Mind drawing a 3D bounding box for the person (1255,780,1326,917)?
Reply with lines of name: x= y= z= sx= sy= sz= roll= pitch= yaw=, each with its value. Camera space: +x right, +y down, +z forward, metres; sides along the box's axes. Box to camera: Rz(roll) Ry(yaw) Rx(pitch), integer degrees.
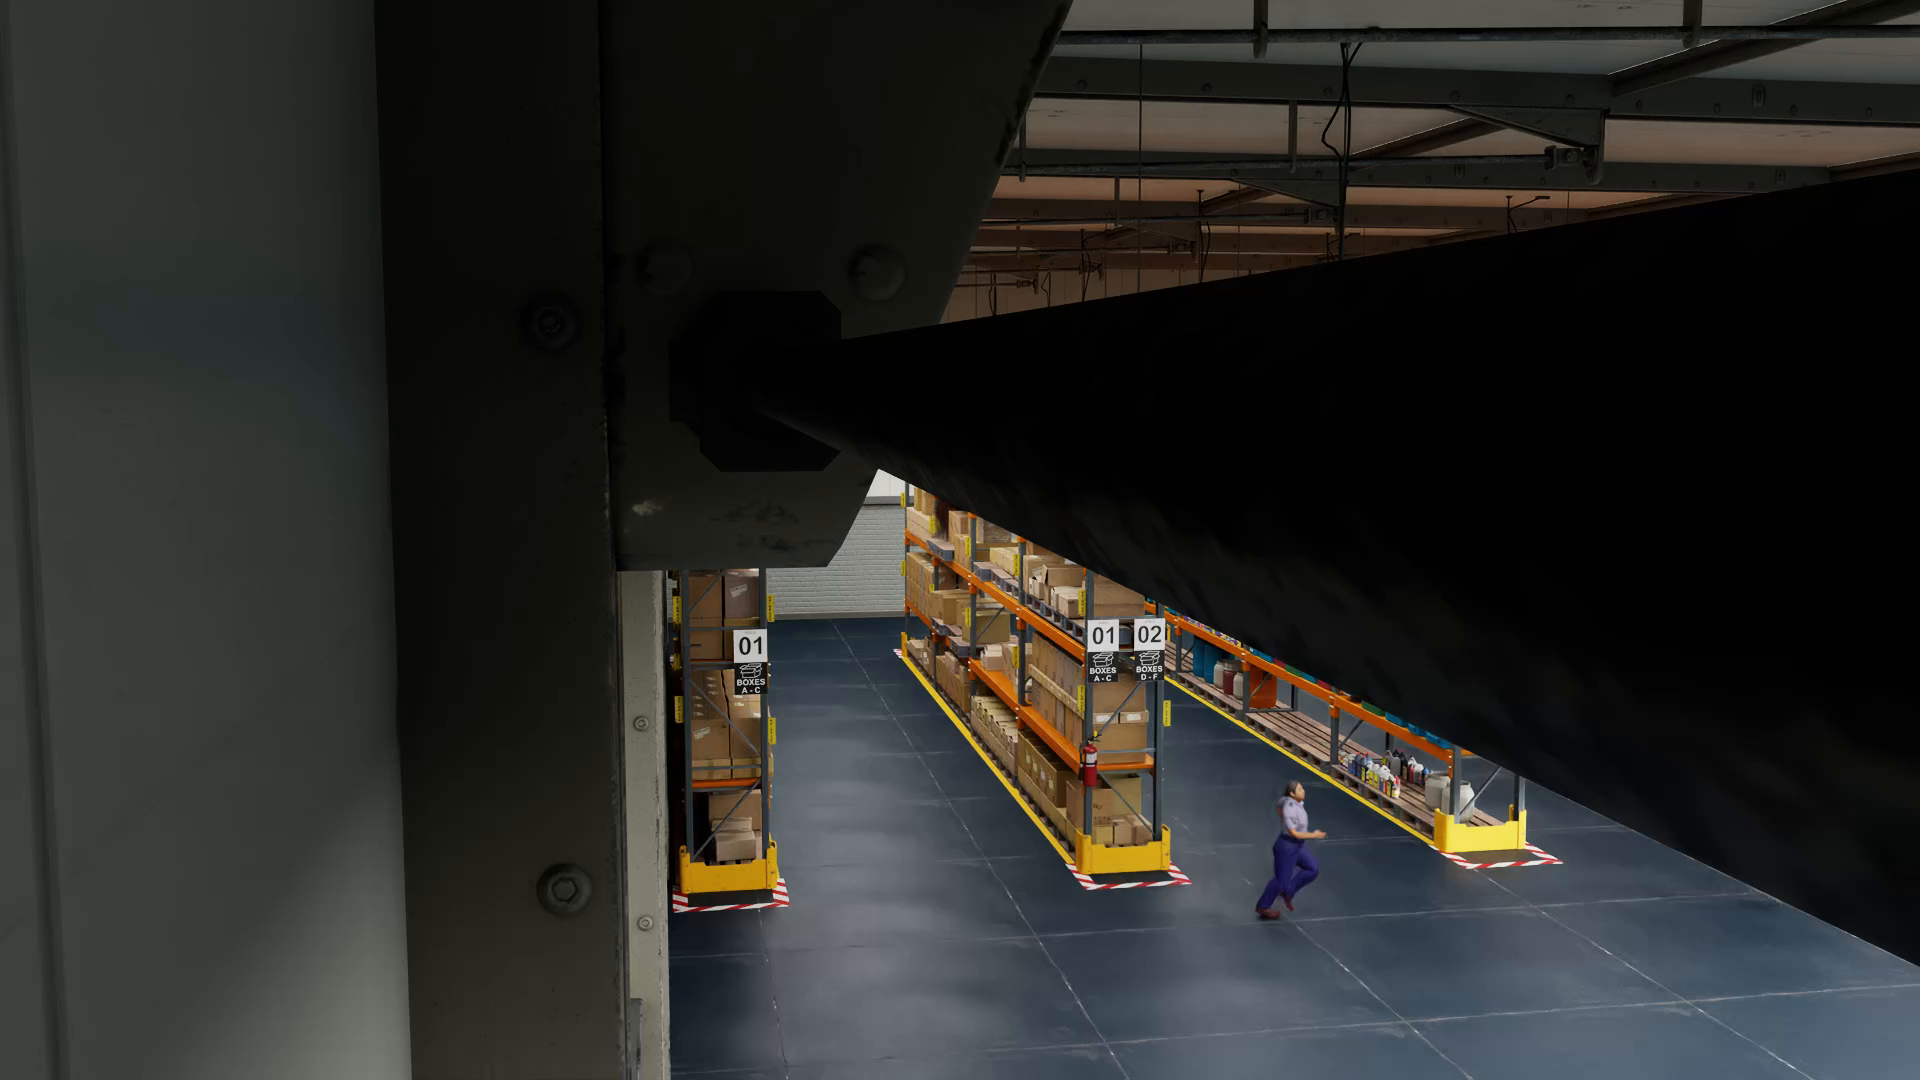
person: x=3.822 y=3.535 z=19.138 sx=0.785 sy=1.600 sz=0.623 roll=2 pitch=6 yaw=22
